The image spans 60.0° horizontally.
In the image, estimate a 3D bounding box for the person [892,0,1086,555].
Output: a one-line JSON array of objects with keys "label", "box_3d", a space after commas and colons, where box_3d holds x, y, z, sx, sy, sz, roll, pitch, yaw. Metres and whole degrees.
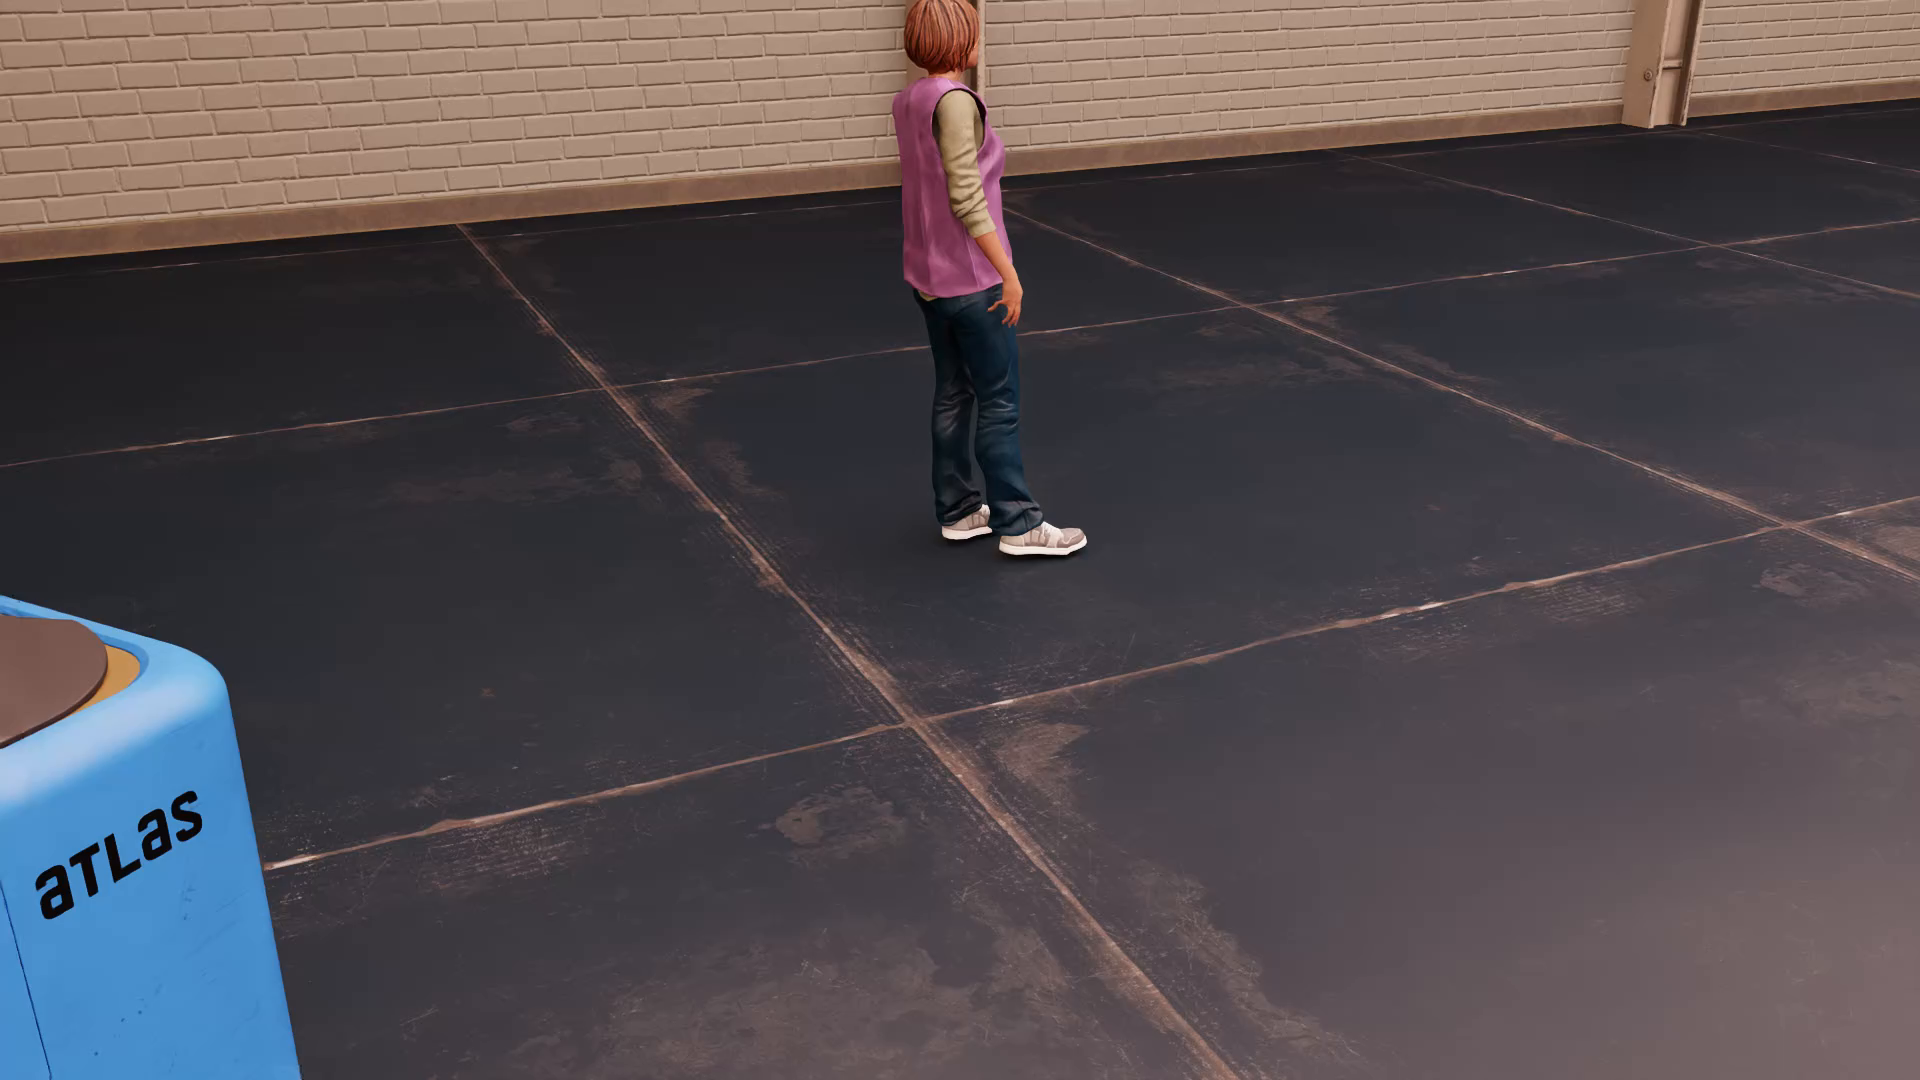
[{"label": "person", "box_3d": [0.074, -0.752, 4.815, 0.473, 1.599, 0.520, -10, 25, -23]}]
